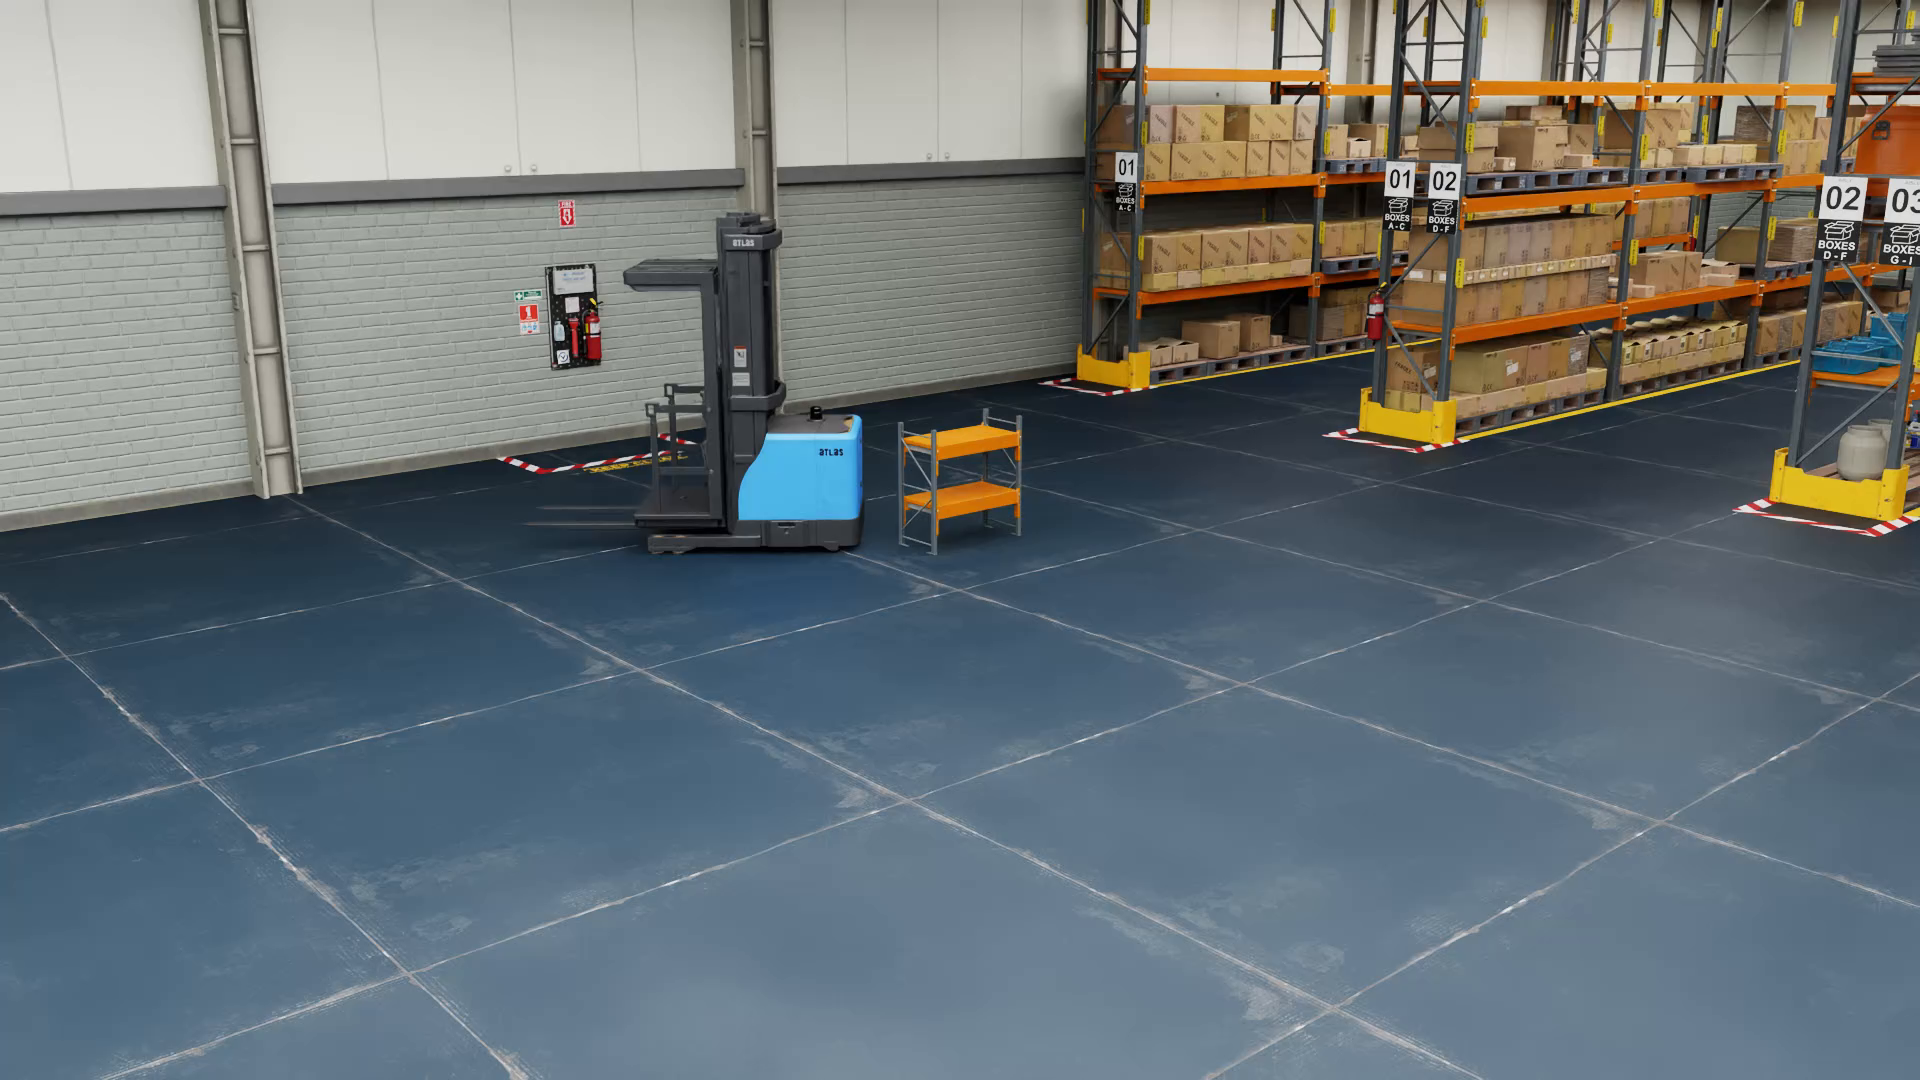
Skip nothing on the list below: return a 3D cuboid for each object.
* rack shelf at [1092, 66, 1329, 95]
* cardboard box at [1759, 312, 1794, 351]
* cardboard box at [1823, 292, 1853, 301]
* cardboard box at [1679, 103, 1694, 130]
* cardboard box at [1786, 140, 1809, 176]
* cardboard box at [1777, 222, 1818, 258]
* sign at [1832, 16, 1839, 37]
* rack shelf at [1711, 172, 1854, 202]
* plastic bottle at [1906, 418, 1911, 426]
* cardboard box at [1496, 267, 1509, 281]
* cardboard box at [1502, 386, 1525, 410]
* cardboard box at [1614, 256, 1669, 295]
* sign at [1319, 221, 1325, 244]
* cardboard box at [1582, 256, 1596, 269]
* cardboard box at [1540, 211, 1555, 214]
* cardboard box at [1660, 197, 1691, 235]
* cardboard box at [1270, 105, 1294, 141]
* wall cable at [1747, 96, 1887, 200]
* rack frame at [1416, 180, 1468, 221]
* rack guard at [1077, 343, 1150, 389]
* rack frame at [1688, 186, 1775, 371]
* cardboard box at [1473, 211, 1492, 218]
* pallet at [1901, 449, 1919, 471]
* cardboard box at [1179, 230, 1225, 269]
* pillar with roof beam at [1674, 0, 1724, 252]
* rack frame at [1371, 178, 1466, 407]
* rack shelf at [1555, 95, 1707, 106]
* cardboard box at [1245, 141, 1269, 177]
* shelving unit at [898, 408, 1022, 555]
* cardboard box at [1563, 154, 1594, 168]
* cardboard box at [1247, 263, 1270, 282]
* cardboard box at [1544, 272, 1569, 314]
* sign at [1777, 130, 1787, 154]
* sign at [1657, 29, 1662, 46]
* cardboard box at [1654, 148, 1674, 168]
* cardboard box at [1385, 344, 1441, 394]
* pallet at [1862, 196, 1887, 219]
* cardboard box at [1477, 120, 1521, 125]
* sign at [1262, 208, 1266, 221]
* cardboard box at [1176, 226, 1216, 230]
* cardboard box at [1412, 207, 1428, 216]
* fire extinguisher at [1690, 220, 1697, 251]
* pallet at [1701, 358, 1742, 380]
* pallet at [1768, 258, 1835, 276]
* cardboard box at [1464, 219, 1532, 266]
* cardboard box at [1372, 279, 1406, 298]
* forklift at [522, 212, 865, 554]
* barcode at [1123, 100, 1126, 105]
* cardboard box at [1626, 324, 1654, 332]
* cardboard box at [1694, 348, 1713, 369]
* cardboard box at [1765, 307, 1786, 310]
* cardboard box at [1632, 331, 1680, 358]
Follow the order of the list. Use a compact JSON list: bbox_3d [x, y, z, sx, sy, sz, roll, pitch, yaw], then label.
[{"bbox_3d":[3.619,-6.561,23.774,4.000,0.370,1.077,-13,19,-39],"label":"rack shelf"},{"bbox_3d":[12.322,-3.180,25.334,0.500,0.500,0.500,-14,20,-41],"label":"cardboard box"},{"bbox_3d":[14.661,-3.898,28.023,0.500,0.500,0.500,-13,19,-39],"label":"cardboard box"},{"bbox_3d":[13.808,-8.196,32.139,0.500,0.500,0.500,-13,20,-40],"label":"cardboard box"},{"bbox_3d":[12.092,-5.728,24.877,0.500,0.500,0.910,-13,19,-39],"label":"cardboard box"},{"bbox_3d":[13.125,-4.682,25.956,0.700,0.500,0.500,10,18,33],"label":"cardboard box"},{"bbox_3d":[14.075,-8.238,26.691,0.005,0.325,0.100,-13,19,-39],"label":"sign"},{"bbox_3d":[12.909,-5.504,25.626,4.000,0.370,1.077,-13,19,-39],"label":"rack shelf"},{"bbox_3d":[10.456,-1.214,18.393,0.133,0.283,0.061,-12,19,-37],"label":"plastic bottle"},{"bbox_3d":[6.381,-3.225,20.059,0.250,0.149,0.380,-13,20,-40],"label":"cardboard box"},{"bbox_3d":[6.668,-1.801,20.694,0.500,0.250,0.500,-13,19,-39],"label":"cardboard box"},{"bbox_3d":[9.370,-3.651,22.912,0.500,0.500,0.500,-11,18,-35],"label":"cardboard box"},{"bbox_3d":[5.490,-4.664,25.221,0.005,0.325,0.100,-13,19,-39],"label":"sign"},{"bbox_3d":[7.934,-3.574,21.367,0.250,0.149,0.380,-13,20,-41],"label":"cardboard box"},{"bbox_3d":[10.217,-5.608,29.623,0.500,0.500,0.500,-13,19,-39],"label":"cardboard box"},{"bbox_3d":[13.802,-6.440,32.964,0.700,0.700,0.980,-12,19,-37],"label":"cardboard box"},{"bbox_3d":[4.519,-6.107,24.319,0.500,0.500,0.500,-11,19,-36],"label":"cardboard box"},{"bbox_3d":[18.682,-8.670,36.287,0.112,2.526,3.097,-13,19,-39],"label":"wall cable"},{"bbox_3d":[8.146,-5.028,28.260,0.127,3.000,1.000,-13,19,-39],"label":"rack frame"},{"bbox_3d":[2.168,-2.478,23.557,0.348,0.500,1.175,-13,19,-39],"label":"rack guard"},{"bbox_3d":[11.400,-4.064,24.652,0.127,3.000,1.000,-13,19,-39],"label":"rack frame"},{"bbox_3d":[8.679,-5.623,28.228,0.500,0.250,0.500,-12,19,-38],"label":"cardboard box"},{"bbox_3d":[10.177,-0.761,17.689,1.213,0.211,1.003,-13,19,-39],"label":"pallet"},{"bbox_3d":[3.441,-4.162,23.819,0.500,0.500,0.500,-13,20,-41],"label":"cardboard box"},{"bbox_3d":[18.476,-9.069,31.765,0.400,9.000,9.100,-13,19,-39],"label":"pillar with roof beam"},{"bbox_3d":[5.365,-2.709,19.578,0.127,3.000,1.000,-13,19,-39],"label":"rack frame"},{"bbox_3d":[12.672,-8.402,31.436,4.000,0.370,1.077,-13,19,-39],"label":"rack shelf"},{"bbox_3d":[4.126,-5.539,24.130,0.500,0.500,0.500,-14,20,-41],"label":"cardboard box"},{"bbox_3d":[0.005,-0.545,15.109,1.048,1.125,0.538,-13,19,-39],"label":"shelving unit"},{"bbox_3d":[7.652,-4.727,20.724,0.250,0.149,0.380,-13,19,-39],"label":"cardboard box"},{"bbox_3d":[4.219,-3.977,24.579,0.500,0.250,0.500,-13,20,-40],"label":"cardboard box"},{"bbox_3d":[7.277,-3.183,21.162,0.500,0.500,0.700,-12,19,-39],"label":"cardboard box"},{"bbox_3d":[11.758,-5.692,23.778,0.005,0.325,0.100,-13,19,-39],"label":"sign"},{"bbox_3d":[13.821,-9.918,32.827,0.005,0.325,0.100,-13,19,-39],"label":"sign"},{"bbox_3d":[9.266,-5.162,22.428,0.500,0.250,0.500,14,20,42],"label":"cardboard box"},{"bbox_3d":[5.574,-2.094,20.339,0.500,0.500,0.500,-13,19,-39],"label":"cardboard box"},{"bbox_3d":[9.302,-3.223,16.057,1.213,0.211,1.003,-13,19,-39],"label":"pallet"},{"bbox_3d":[9.265,-7.022,28.869,0.500,0.500,0.700,-11,19,-37],"label":"cardboard box"},{"bbox_3d":[4.761,-5.017,25.976,0.005,0.325,0.100,-13,19,-39],"label":"sign"},{"bbox_3d":[3.480,-4.350,24.523,0.500,0.500,0.500,-12,19,-39],"label":"cardboard box"},{"bbox_3d":[7.672,-5.480,27.651,0.380,0.149,0.250,12,19,38],"label":"cardboard box"},{"bbox_3d":[14.597,-6.101,33.151,0.183,0.674,0.296,-13,19,-39],"label":"fire extinguisher"},{"bbox_3d":[10.754,-2.585,24.518,1.213,0.211,1.003,-13,19,-39],"label":"pallet"},{"bbox_3d":[12.864,-4.302,25.914,1.213,0.211,1.003,-13,19,-39],"label":"pallet"},{"bbox_3d":[6.539,-3.645,20.376,0.500,0.500,0.700,-13,19,-39],"label":"cardboard box"},{"bbox_3d":[7.165,-4.178,27.619,0.500,0.250,0.500,-12,19,-38],"label":"cardboard box"},{"bbox_3d":[-2.414,-1.427,14.913,3.031,2.935,1.130,0,15,0],"label":"forklift"},{"bbox_3d":[2.318,-6.161,23.395,0.075,0.075,0.001,-13,19,-39],"label":"barcode"},{"bbox_3d":[9.648,-2.914,23.775,0.500,0.311,0.500,-13,20,-40],"label":"cardboard box"},{"bbox_3d":[10.396,-2.629,23.795,0.500,0.250,0.500,-12,19,-38],"label":"cardboard box"},{"bbox_3d":[12.734,-3.451,26.347,0.500,0.500,0.500,-14,20,-41],"label":"cardboard box"},{"bbox_3d":[9.629,-2.725,23.067,0.500,0.311,0.500,-14,20,-41],"label":"cardboard box"}]
